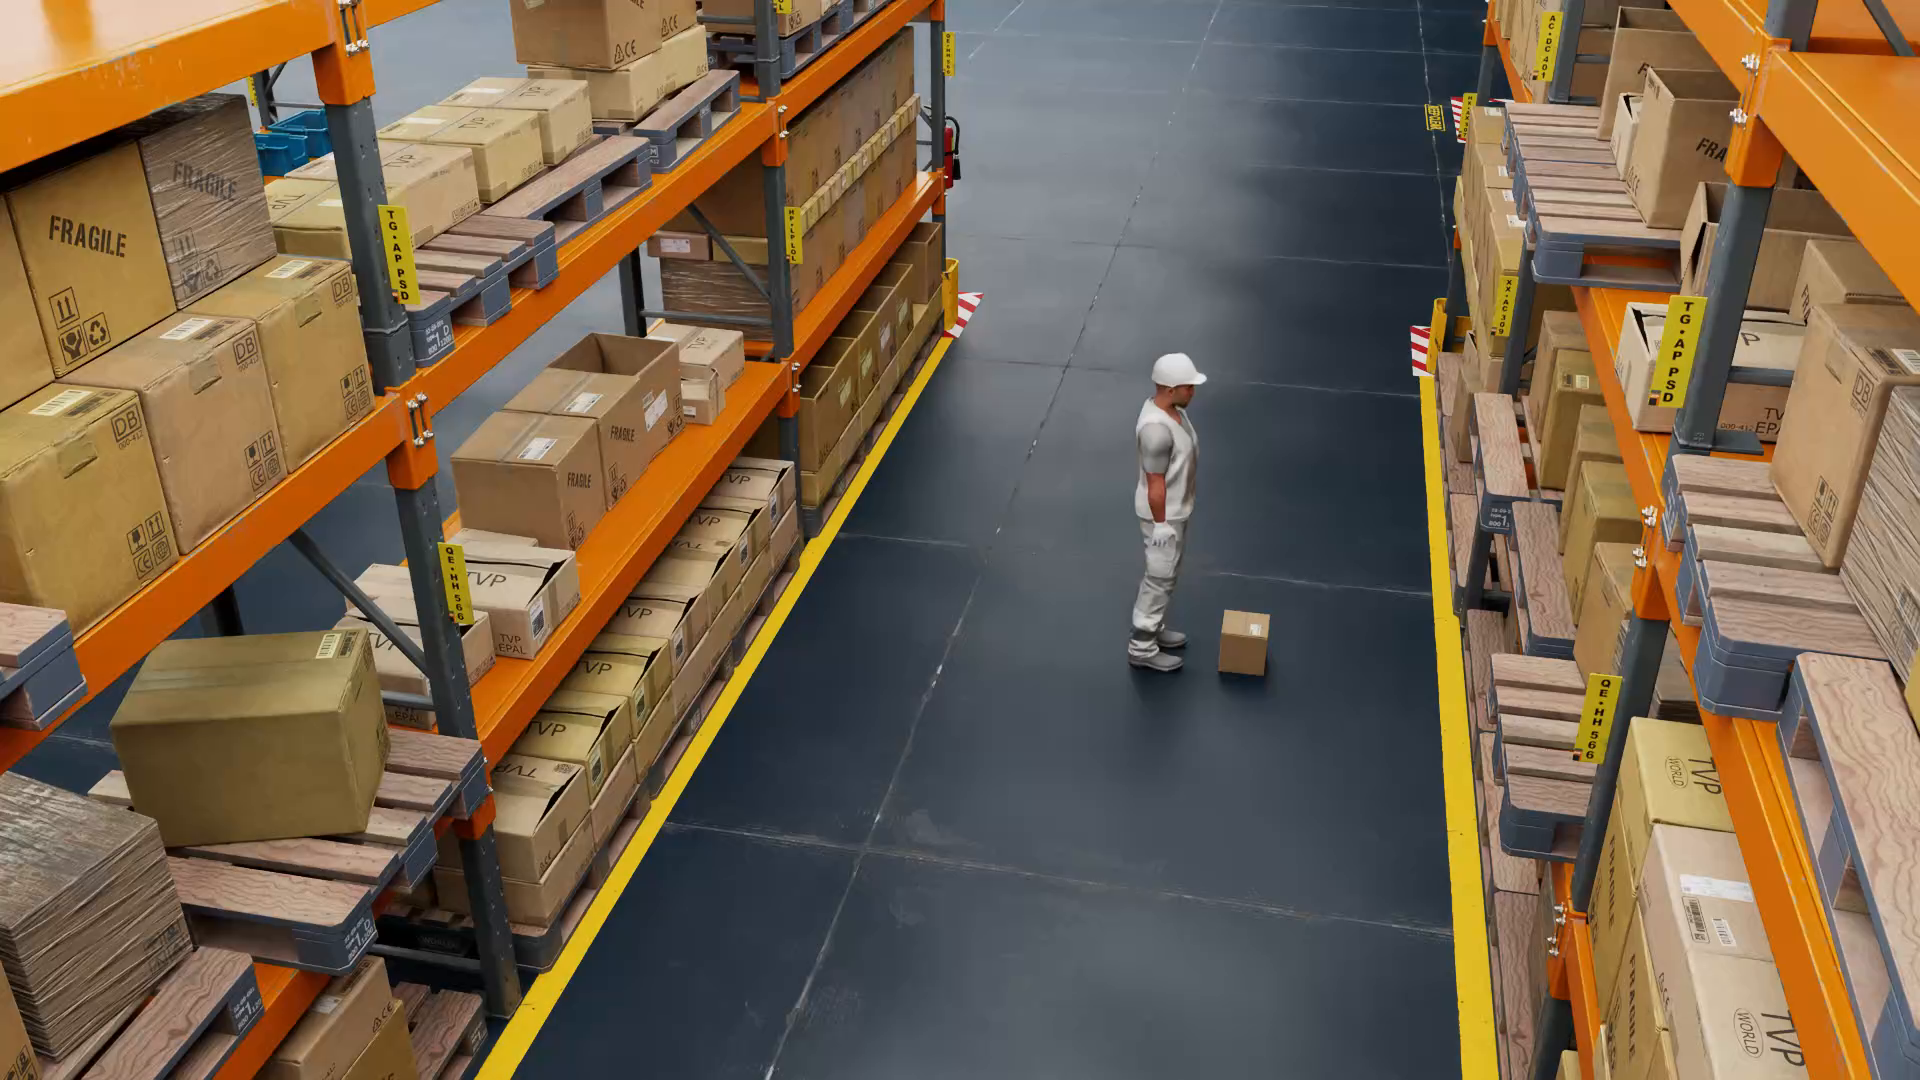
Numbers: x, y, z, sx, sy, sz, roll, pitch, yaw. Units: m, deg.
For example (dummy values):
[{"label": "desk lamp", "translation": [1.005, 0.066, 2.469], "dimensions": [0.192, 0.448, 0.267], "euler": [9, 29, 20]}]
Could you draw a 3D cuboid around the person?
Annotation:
[{"label": "person", "translation": [1.095, -0.159, 8.898], "dimensions": [0.344, 1.780, 0.527], "euler": [6, 29, 12]}]
